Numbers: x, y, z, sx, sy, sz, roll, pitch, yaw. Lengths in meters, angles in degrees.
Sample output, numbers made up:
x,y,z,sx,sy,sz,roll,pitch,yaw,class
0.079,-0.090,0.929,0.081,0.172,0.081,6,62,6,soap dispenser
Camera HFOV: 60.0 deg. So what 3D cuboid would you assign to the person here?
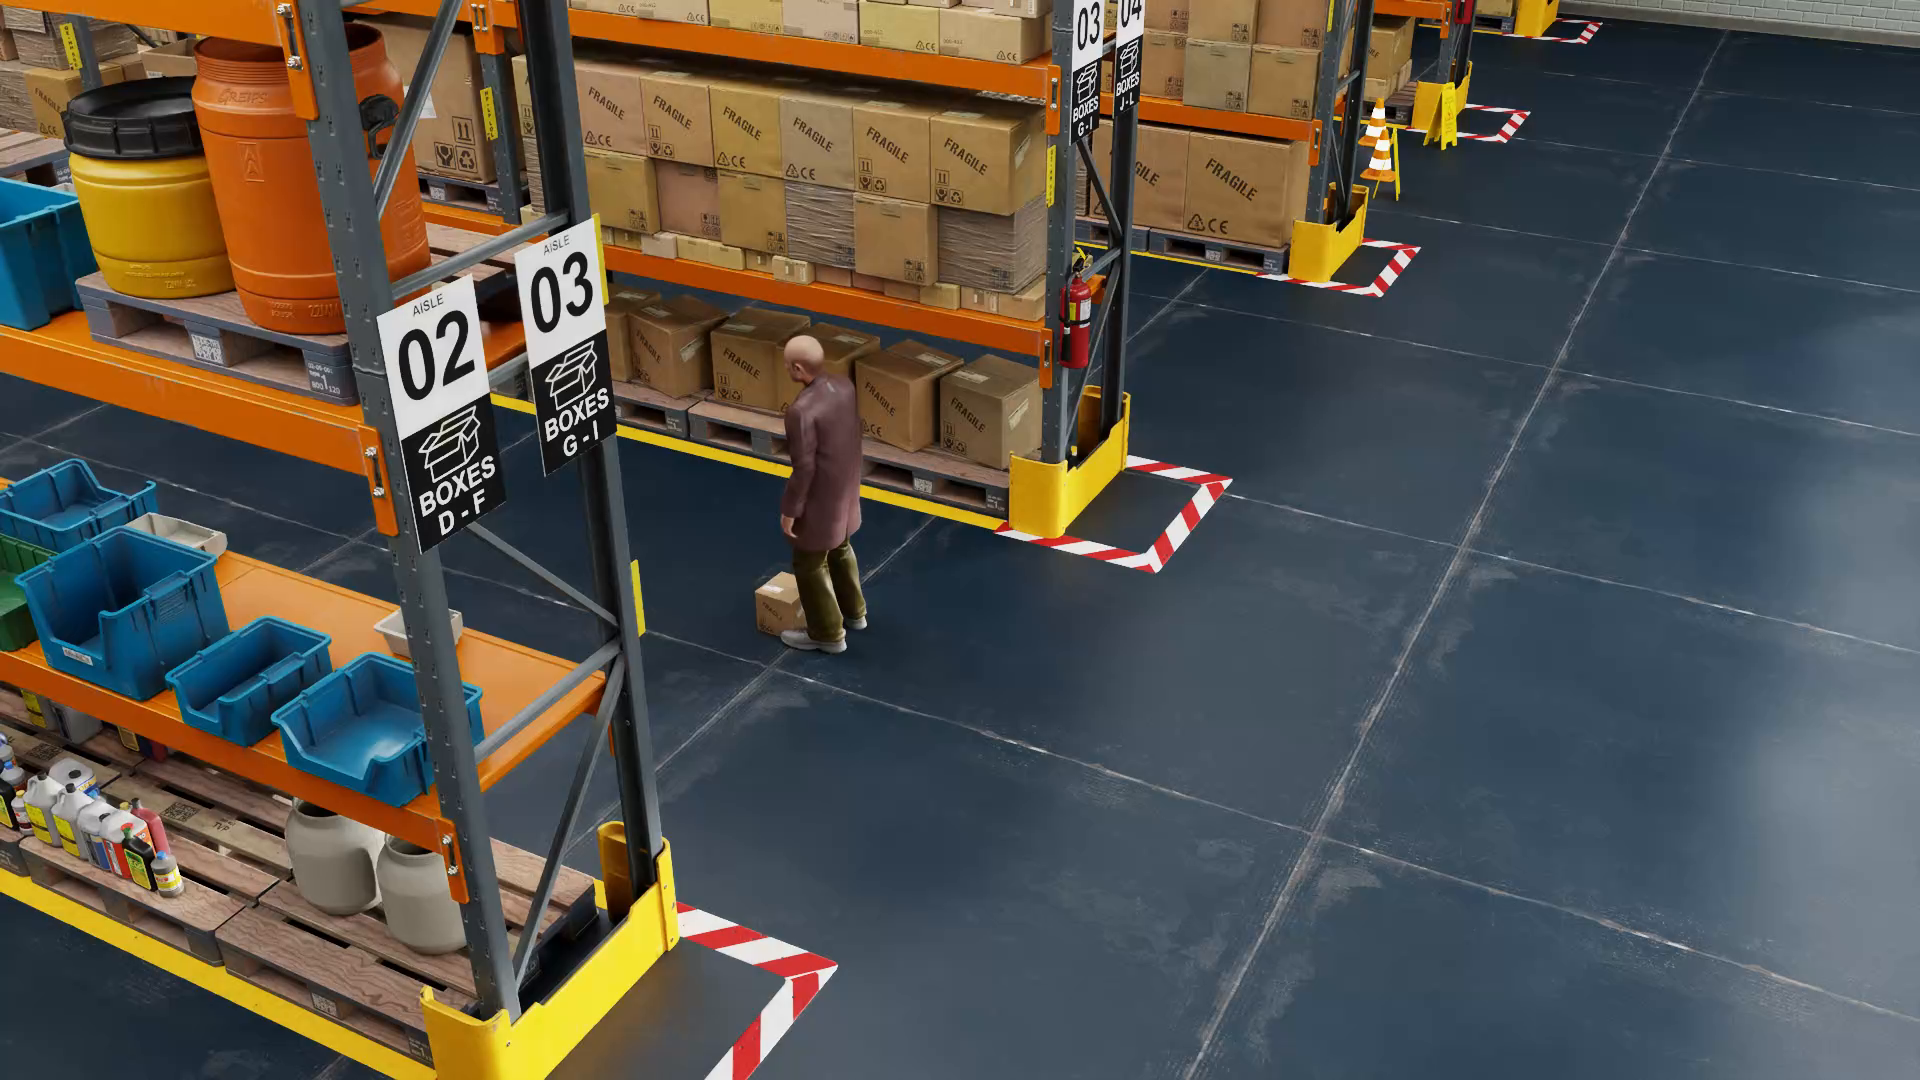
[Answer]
x,y,z,sx,sy,sz,roll,pitch,yaw,class
-0.730,-0.243,8.739,0.424,1.774,0.643,14,33,24,person
